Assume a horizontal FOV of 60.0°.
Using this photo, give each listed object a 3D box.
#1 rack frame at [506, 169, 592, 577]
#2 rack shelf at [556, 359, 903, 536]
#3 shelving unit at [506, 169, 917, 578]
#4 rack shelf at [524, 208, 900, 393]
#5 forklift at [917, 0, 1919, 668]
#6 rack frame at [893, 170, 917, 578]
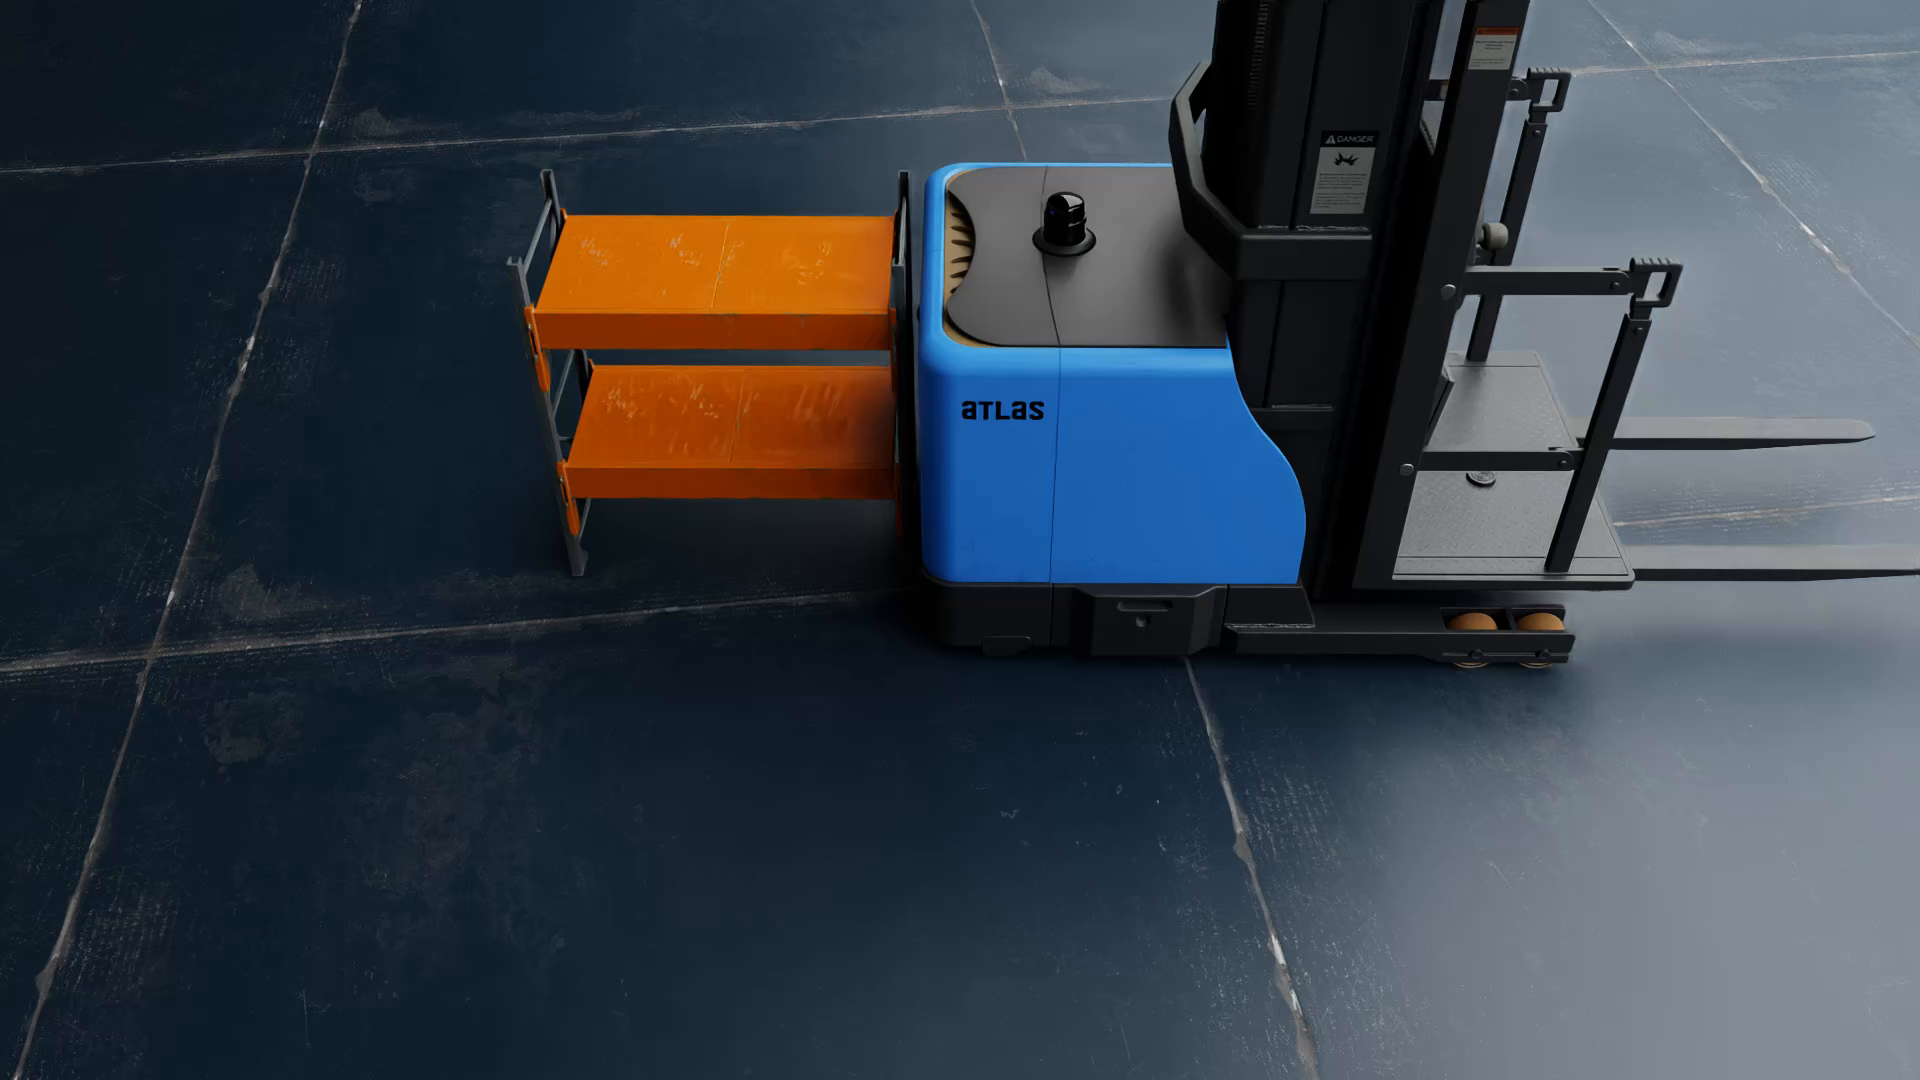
[{"bbox_3d":[-1.177,-0.472,4.933,0.032,1.125,0.500,0,42,0],"label":"rack frame"},{"bbox_3d":[-0.669,-0.289,5.095,1.000,0.278,0.538,0,42,0],"label":"rack shelf"},{"bbox_3d":[-0.669,-0.470,4.932,1.048,1.125,0.538,0,42,0],"label":"shelving unit"},{"bbox_3d":[-0.669,-0.688,4.736,1.000,0.278,0.538,0,42,0],"label":"rack shelf"},{"bbox_3d":[1.397,-1.075,4.254,3.031,2.935,1.130,0,42,0],"label":"forklift"},{"bbox_3d":[-0.160,-0.469,4.930,0.032,1.125,0.500,0,42,0],"label":"rack frame"}]
